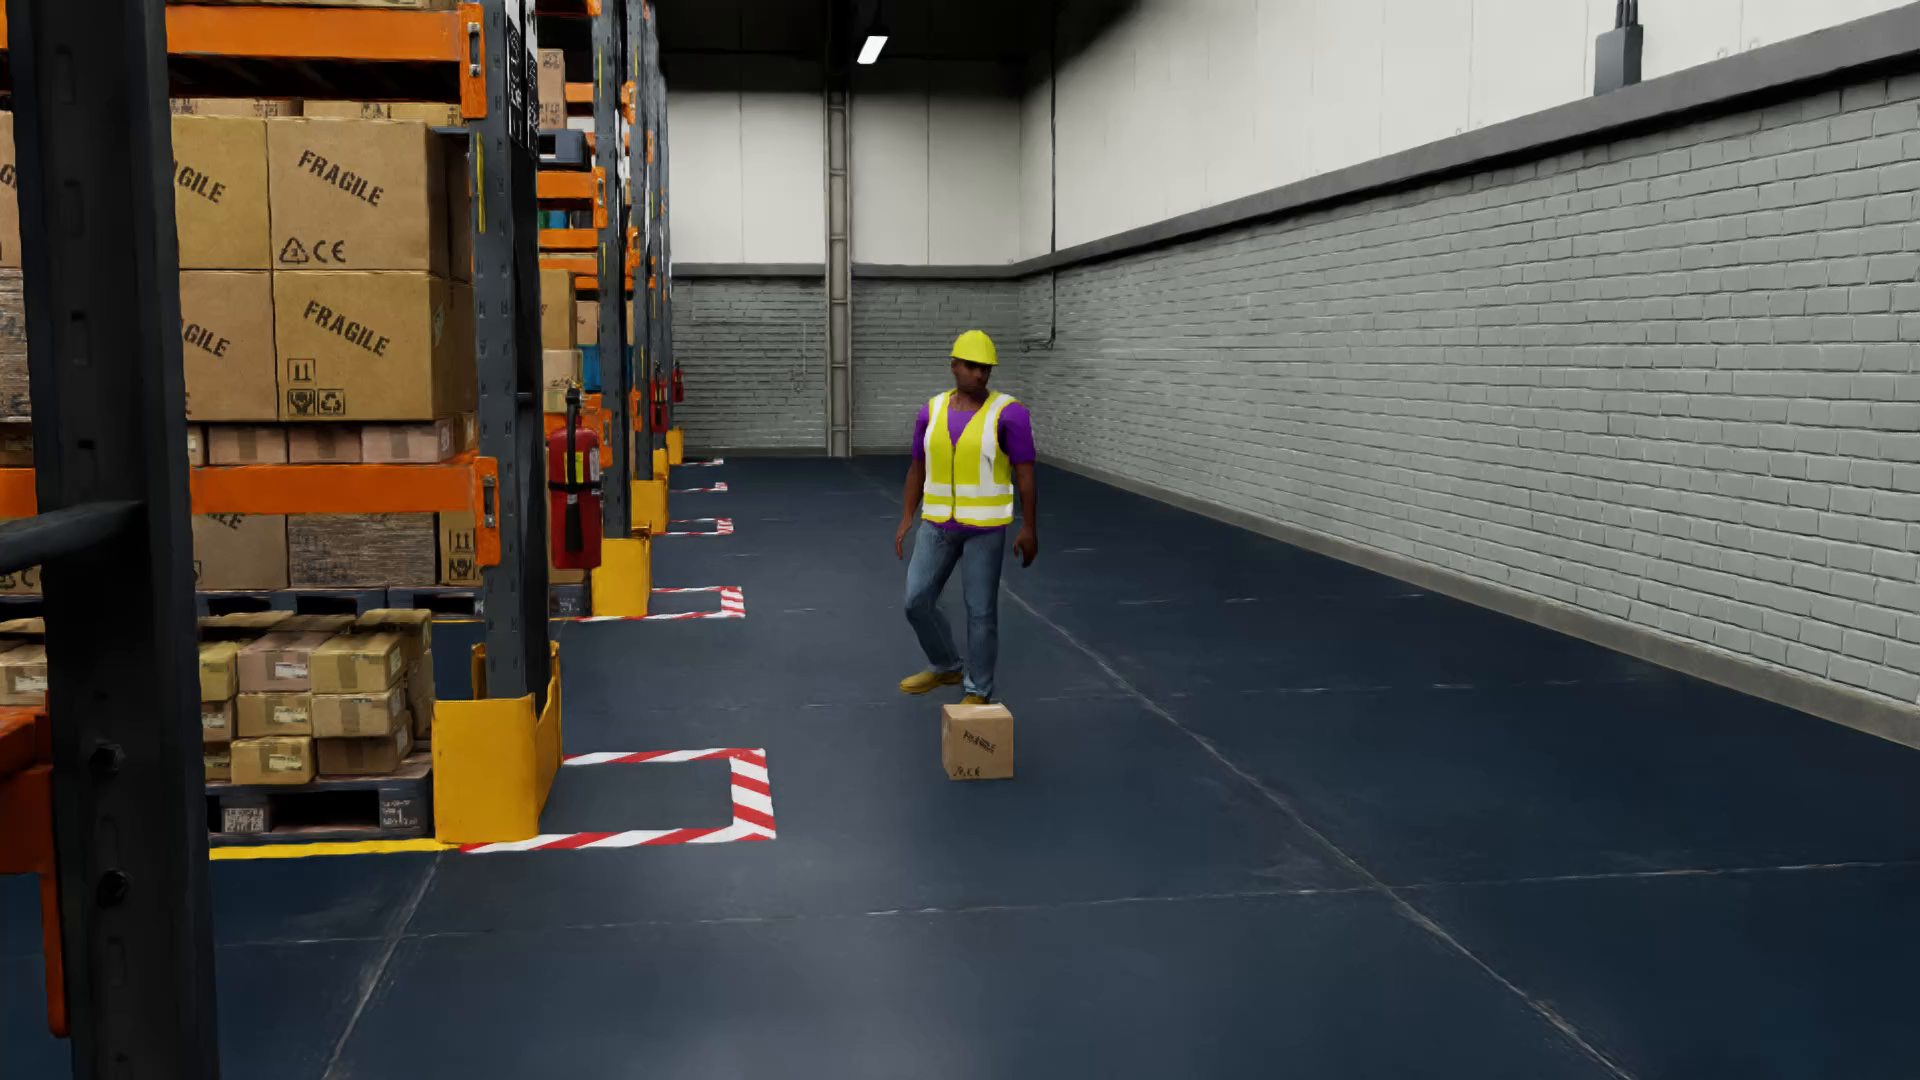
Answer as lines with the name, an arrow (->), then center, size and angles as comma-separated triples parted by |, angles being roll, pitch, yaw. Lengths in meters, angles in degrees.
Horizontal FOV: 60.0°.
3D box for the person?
person -> 0.006, -0.056, 7.610 | 0.729, 1.723, 0.448 | 3, 7, 25
